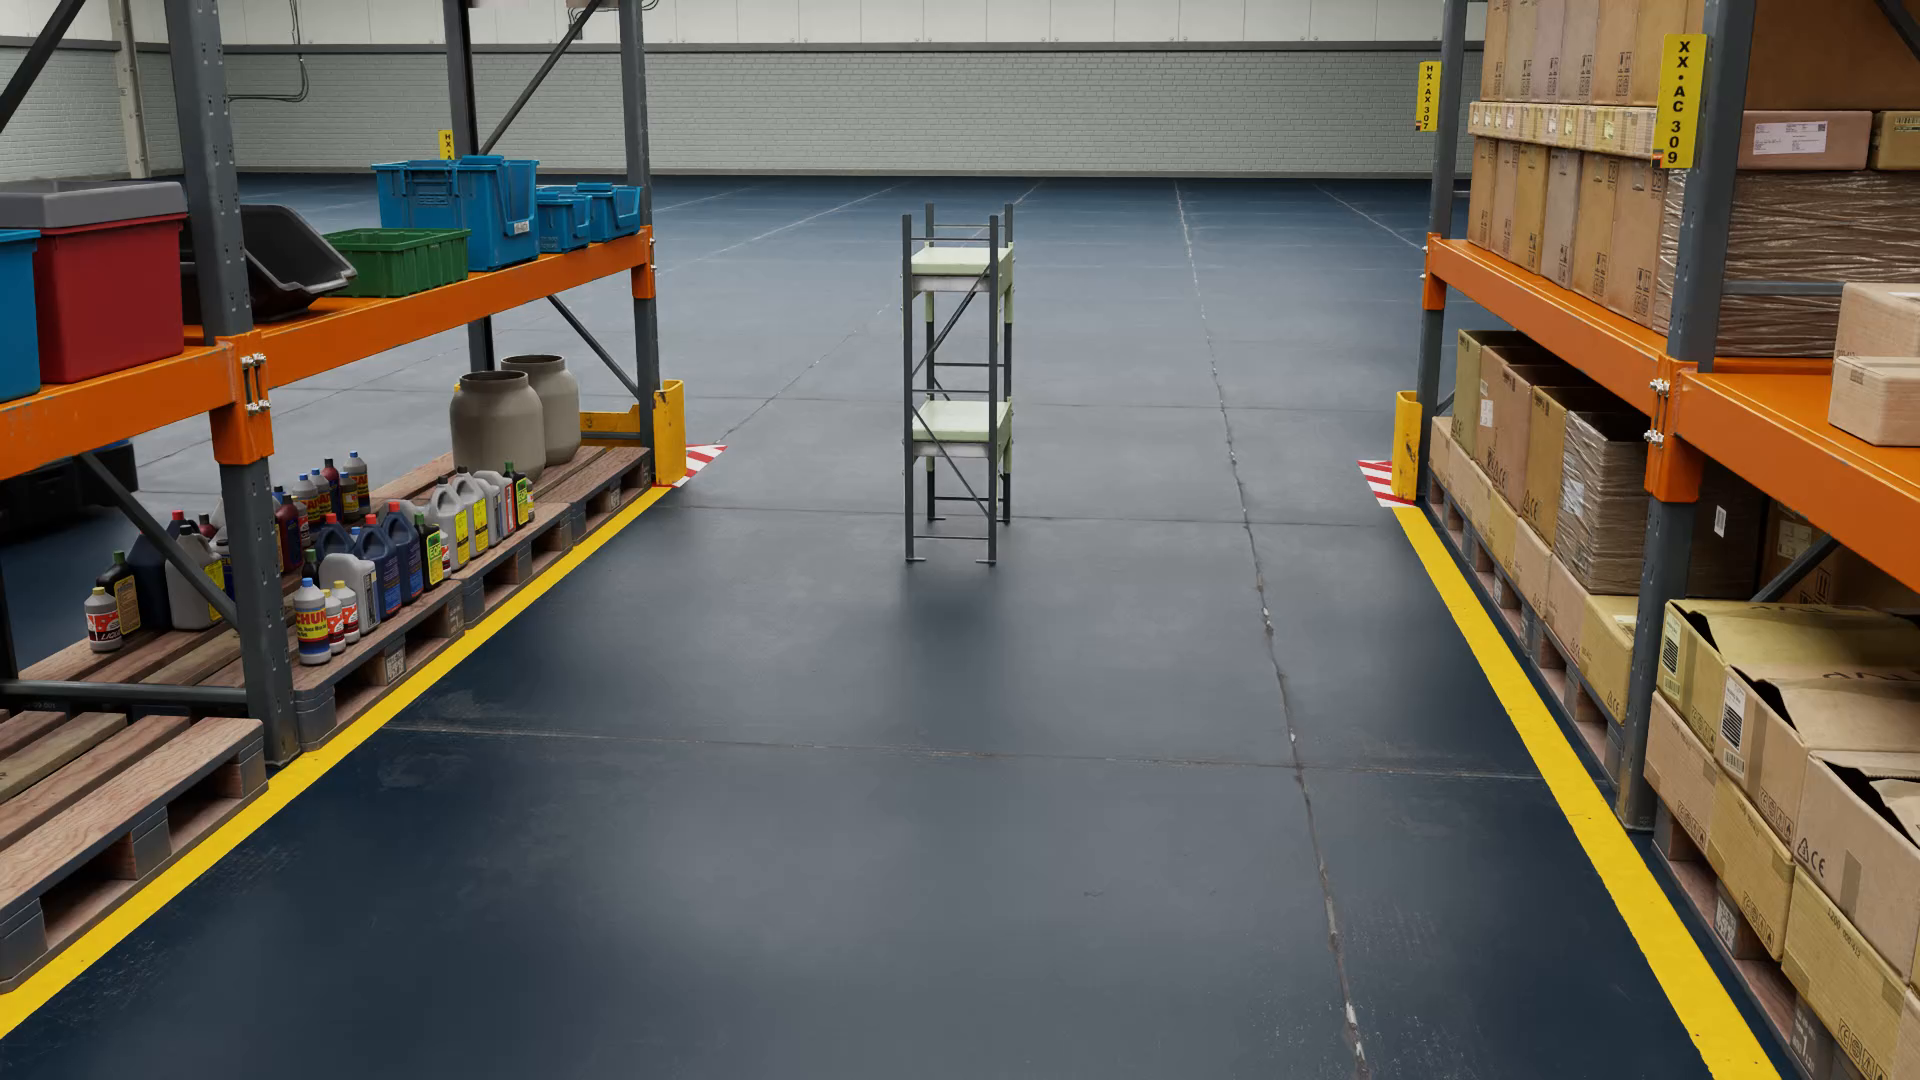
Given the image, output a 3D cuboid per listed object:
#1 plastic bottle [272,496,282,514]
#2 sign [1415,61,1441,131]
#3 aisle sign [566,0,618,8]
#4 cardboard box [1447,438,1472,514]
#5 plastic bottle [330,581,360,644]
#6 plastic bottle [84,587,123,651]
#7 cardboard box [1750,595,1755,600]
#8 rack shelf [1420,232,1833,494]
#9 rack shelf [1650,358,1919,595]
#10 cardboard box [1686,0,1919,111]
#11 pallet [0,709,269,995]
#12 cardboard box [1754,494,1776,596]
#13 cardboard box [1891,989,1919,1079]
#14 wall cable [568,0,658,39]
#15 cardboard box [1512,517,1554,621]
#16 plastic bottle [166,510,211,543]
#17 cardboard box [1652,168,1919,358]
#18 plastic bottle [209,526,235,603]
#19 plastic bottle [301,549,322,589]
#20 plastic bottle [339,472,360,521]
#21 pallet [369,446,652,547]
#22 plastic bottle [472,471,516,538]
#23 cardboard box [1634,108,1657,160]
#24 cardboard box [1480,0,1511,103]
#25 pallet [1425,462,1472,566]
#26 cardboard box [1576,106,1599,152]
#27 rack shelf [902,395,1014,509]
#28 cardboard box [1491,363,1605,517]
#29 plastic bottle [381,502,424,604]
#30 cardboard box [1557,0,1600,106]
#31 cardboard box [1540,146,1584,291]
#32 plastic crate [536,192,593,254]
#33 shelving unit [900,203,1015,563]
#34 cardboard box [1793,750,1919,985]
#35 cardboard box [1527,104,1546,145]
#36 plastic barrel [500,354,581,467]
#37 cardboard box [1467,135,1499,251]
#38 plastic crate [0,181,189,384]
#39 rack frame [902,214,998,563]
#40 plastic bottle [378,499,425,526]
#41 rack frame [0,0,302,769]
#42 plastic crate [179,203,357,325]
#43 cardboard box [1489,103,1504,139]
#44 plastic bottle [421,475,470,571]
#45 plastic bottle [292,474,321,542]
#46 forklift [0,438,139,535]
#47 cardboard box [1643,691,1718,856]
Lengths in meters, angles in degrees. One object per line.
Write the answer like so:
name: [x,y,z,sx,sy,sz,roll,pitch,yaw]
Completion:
plastic bottle: [-2.693,-0.028,6.393,0.152,0.276,0.135,2,15,7]
sign: [2.262,-2.144,8.033,0.100,0.325,0.005,2,15,6]
aisle sign: [-1.805,-3.081,8.330,0.394,0.787,0.004,2,15,6]
cardboard box: [2.478,-0.283,7.424,0.500,0.250,0.500,2,15,6]
plastic bottle: [-2.065,0.237,5.557,0.097,0.201,0.097,0,15,0]
plastic bottle: [-2.829,0.256,5.486,0.097,0.201,0.097,0,15,0]
cardboard box: [2.777,0.252,5.448,0.500,0.250,0.500,2,15,6]
rack shelf: [2.587,-0.804,6.266,1.077,0.370,4.000,2,15,6]
rack shelf: [2.136,0.234,2.429,1.077,0.370,4.000,2,15,6]
cardboard box: [2.405,-1.422,4.497,0.700,0.500,0.500,2,15,7]
pallet: [-2.610,0.772,4.403,1.003,0.211,1.213,2,15,6]
cardboard box: [2.773,-0.110,5.351,0.500,0.500,0.500,2,15,6]
cardboard box: [1.897,0.989,2.722,0.500,0.250,0.500,2,15,7]
wall cable: [-8.321,-15.005,39.400,2.305,6.003,0.169,2,15,6]
cardboard box: [2.305,0.106,5.986,0.500,0.250,0.500,2,15,6]
plastic bottle: [-2.752,0.062,5.918,0.144,0.351,0.185,1,15,3]
cardboard box: [2.405,-0.796,4.667,0.700,0.500,0.500,1,15,5]
plastic bottle: [-2.602,0.096,5.936,0.152,0.276,0.135,2,15,6]
plastic bottle: [-2.185,0.163,5.676,0.061,0.283,0.133,2,15,6]
plastic bottle: [-2.634,-0.190,7.137,0.097,0.201,0.097,0,15,0]
pallet: [-2.167,-0.239,8.140,1.003,0.211,1.213,2,15,6]
plastic bottle: [-1.936,-0.160,6.883,0.152,0.276,0.135,2,15,7]
cardboard box: [2.236,-1.202,4.928,0.380,0.149,0.250,1,15,5]
cardboard box: [2.741,-2.210,7.410,0.700,0.500,0.500,2,15,6]
pallet: [2.768,-0.124,7.716,1.003,0.211,1.213,2,15,6]
cardboard box: [2.324,-1.400,5.657,0.380,0.149,0.250,2,15,8]
rack shelf: [0.001,-0.411,7.558,0.431,0.370,0.720,2,15,6]
cardboard box: [2.359,-0.385,6.368,0.500,0.500,0.500,2,15,6]
plastic bottle: [-2.035,0.041,5.995,0.144,0.351,0.185,1,15,4]
cardboard box: [2.575,-1.812,5.941,0.700,0.500,0.500,2,15,6]
cardboard box: [2.575,-1.196,6.145,0.700,0.500,0.500,2,15,8]
plastic crate: [-1.947,-1.438,7.518,0.499,0.251,0.408,2,15,6]
shelving unit: [0.001,-0.726,7.473,0.431,1.500,0.755,2,15,6]
cardboard box: [1.948,0.586,3.139,0.500,0.311,0.500,1,15,4]
cardboard box: [2.411,-1.601,6.404,0.380,0.149,0.250,2,15,6]
plastic barrel: [-2.107,-0.645,8.263,0.421,0.512,0.421,0,15,0]
cardboard box: [2.747,-1.597,7.631,0.700,0.500,0.500,2,15,6]
plastic crate: [-2.310,-0.675,4.290,0.402,0.464,0.583,2,15,6]
rack frame: [-0.041,-0.631,7.122,0.400,1.500,0.023,2,15,6]
plastic bottle: [-2.137,-0.031,6.404,0.152,0.276,0.135,2,15,6]
rack frame: [-2.560,-0.779,4.796,1.000,3.000,0.127,2,15,6]
plastic crate: [-2.374,-0.881,5.293,0.767,0.338,0.504,2,15,6]
cardboard box: [2.498,-1.802,7.147,0.380,0.149,0.250,2,15,6]
plastic bottle: [-1.987,-0.069,6.403,0.144,0.351,0.185,2,15,6]
plastic bottle: [-2.673,-0.136,6.802,0.097,0.271,0.097,0,15,0]
forklift: [-5.000,-1.267,6.733,1.130,2.935,3.031,4,16,15]
cardboard box: [2.070,0.590,4.197,0.500,0.250,0.500,1,15,5]
